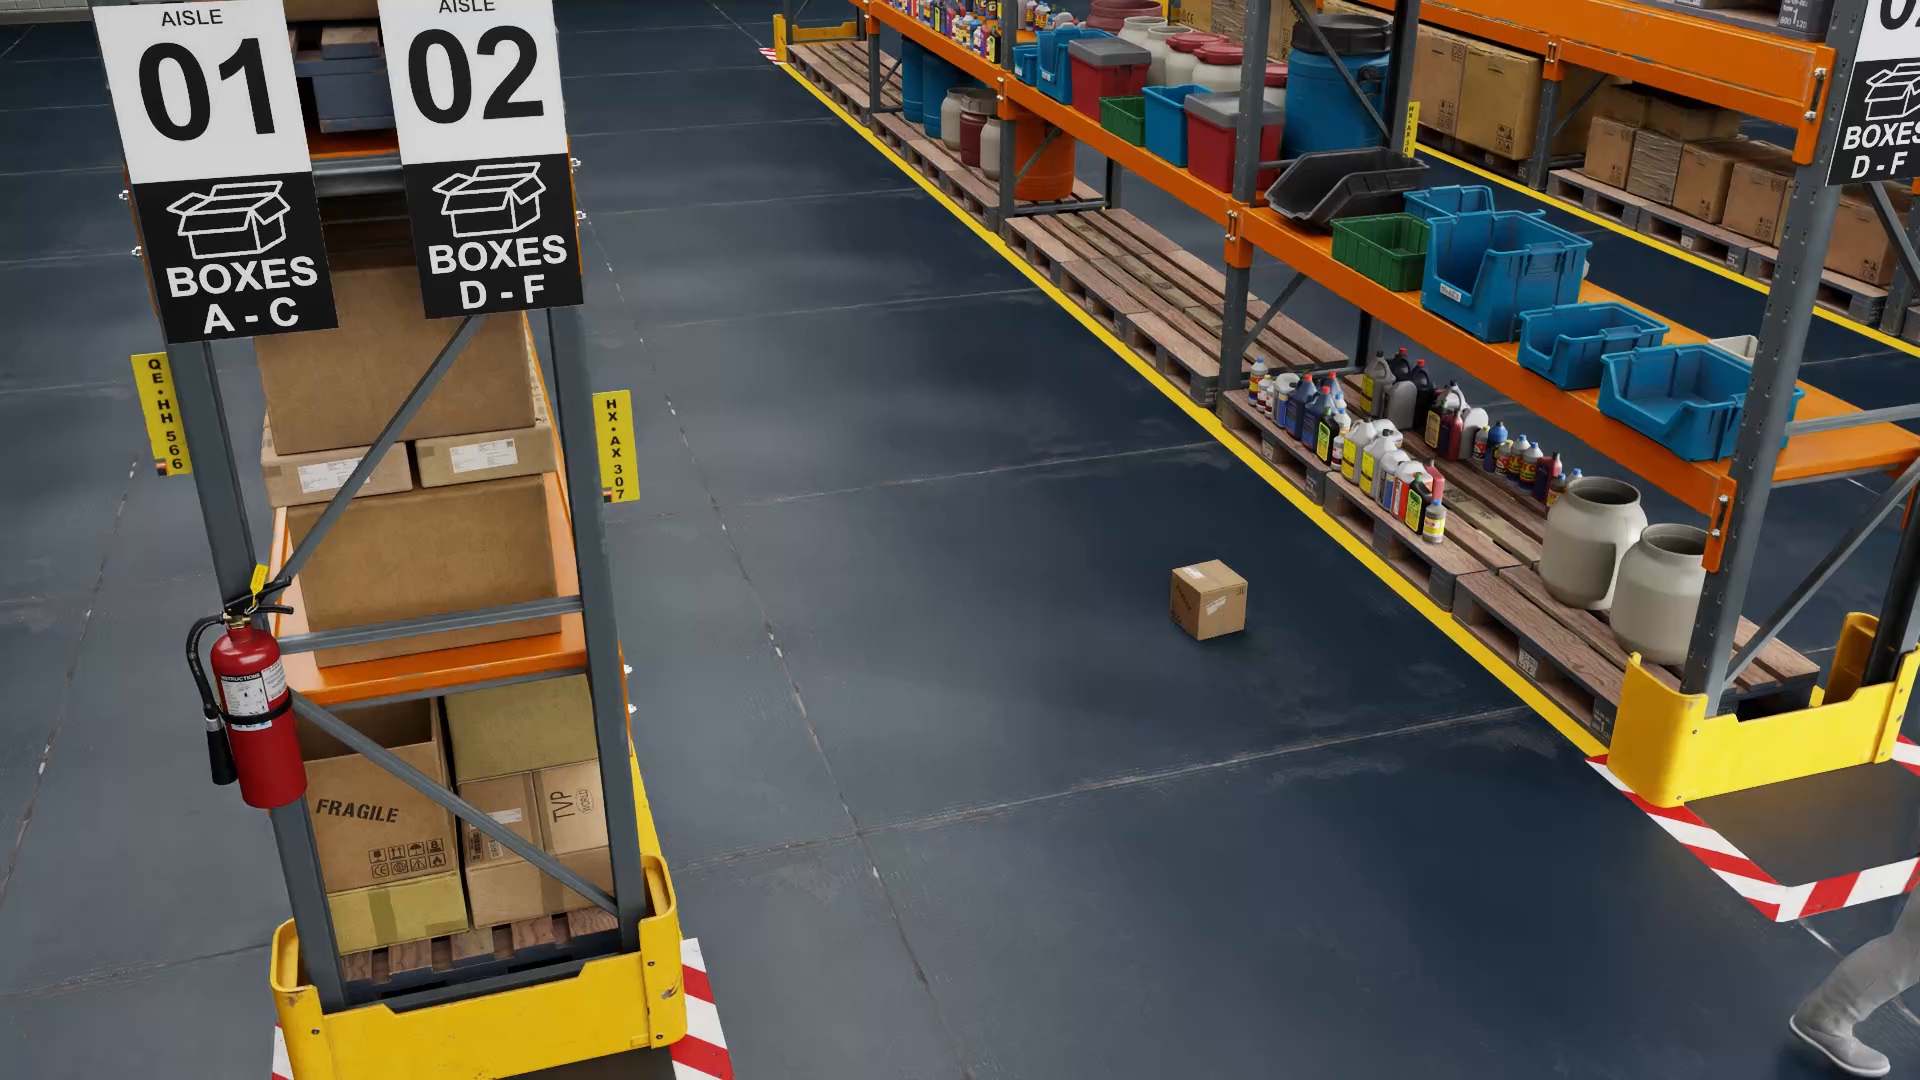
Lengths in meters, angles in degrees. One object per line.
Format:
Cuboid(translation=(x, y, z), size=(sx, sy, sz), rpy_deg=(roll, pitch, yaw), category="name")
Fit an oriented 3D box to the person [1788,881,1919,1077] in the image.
Cuboid(translation=(3.036, 0.915, 4.711), size=(0.932, 1.660, 0.441), rpy_deg=(16, 31, 29), category="person")
